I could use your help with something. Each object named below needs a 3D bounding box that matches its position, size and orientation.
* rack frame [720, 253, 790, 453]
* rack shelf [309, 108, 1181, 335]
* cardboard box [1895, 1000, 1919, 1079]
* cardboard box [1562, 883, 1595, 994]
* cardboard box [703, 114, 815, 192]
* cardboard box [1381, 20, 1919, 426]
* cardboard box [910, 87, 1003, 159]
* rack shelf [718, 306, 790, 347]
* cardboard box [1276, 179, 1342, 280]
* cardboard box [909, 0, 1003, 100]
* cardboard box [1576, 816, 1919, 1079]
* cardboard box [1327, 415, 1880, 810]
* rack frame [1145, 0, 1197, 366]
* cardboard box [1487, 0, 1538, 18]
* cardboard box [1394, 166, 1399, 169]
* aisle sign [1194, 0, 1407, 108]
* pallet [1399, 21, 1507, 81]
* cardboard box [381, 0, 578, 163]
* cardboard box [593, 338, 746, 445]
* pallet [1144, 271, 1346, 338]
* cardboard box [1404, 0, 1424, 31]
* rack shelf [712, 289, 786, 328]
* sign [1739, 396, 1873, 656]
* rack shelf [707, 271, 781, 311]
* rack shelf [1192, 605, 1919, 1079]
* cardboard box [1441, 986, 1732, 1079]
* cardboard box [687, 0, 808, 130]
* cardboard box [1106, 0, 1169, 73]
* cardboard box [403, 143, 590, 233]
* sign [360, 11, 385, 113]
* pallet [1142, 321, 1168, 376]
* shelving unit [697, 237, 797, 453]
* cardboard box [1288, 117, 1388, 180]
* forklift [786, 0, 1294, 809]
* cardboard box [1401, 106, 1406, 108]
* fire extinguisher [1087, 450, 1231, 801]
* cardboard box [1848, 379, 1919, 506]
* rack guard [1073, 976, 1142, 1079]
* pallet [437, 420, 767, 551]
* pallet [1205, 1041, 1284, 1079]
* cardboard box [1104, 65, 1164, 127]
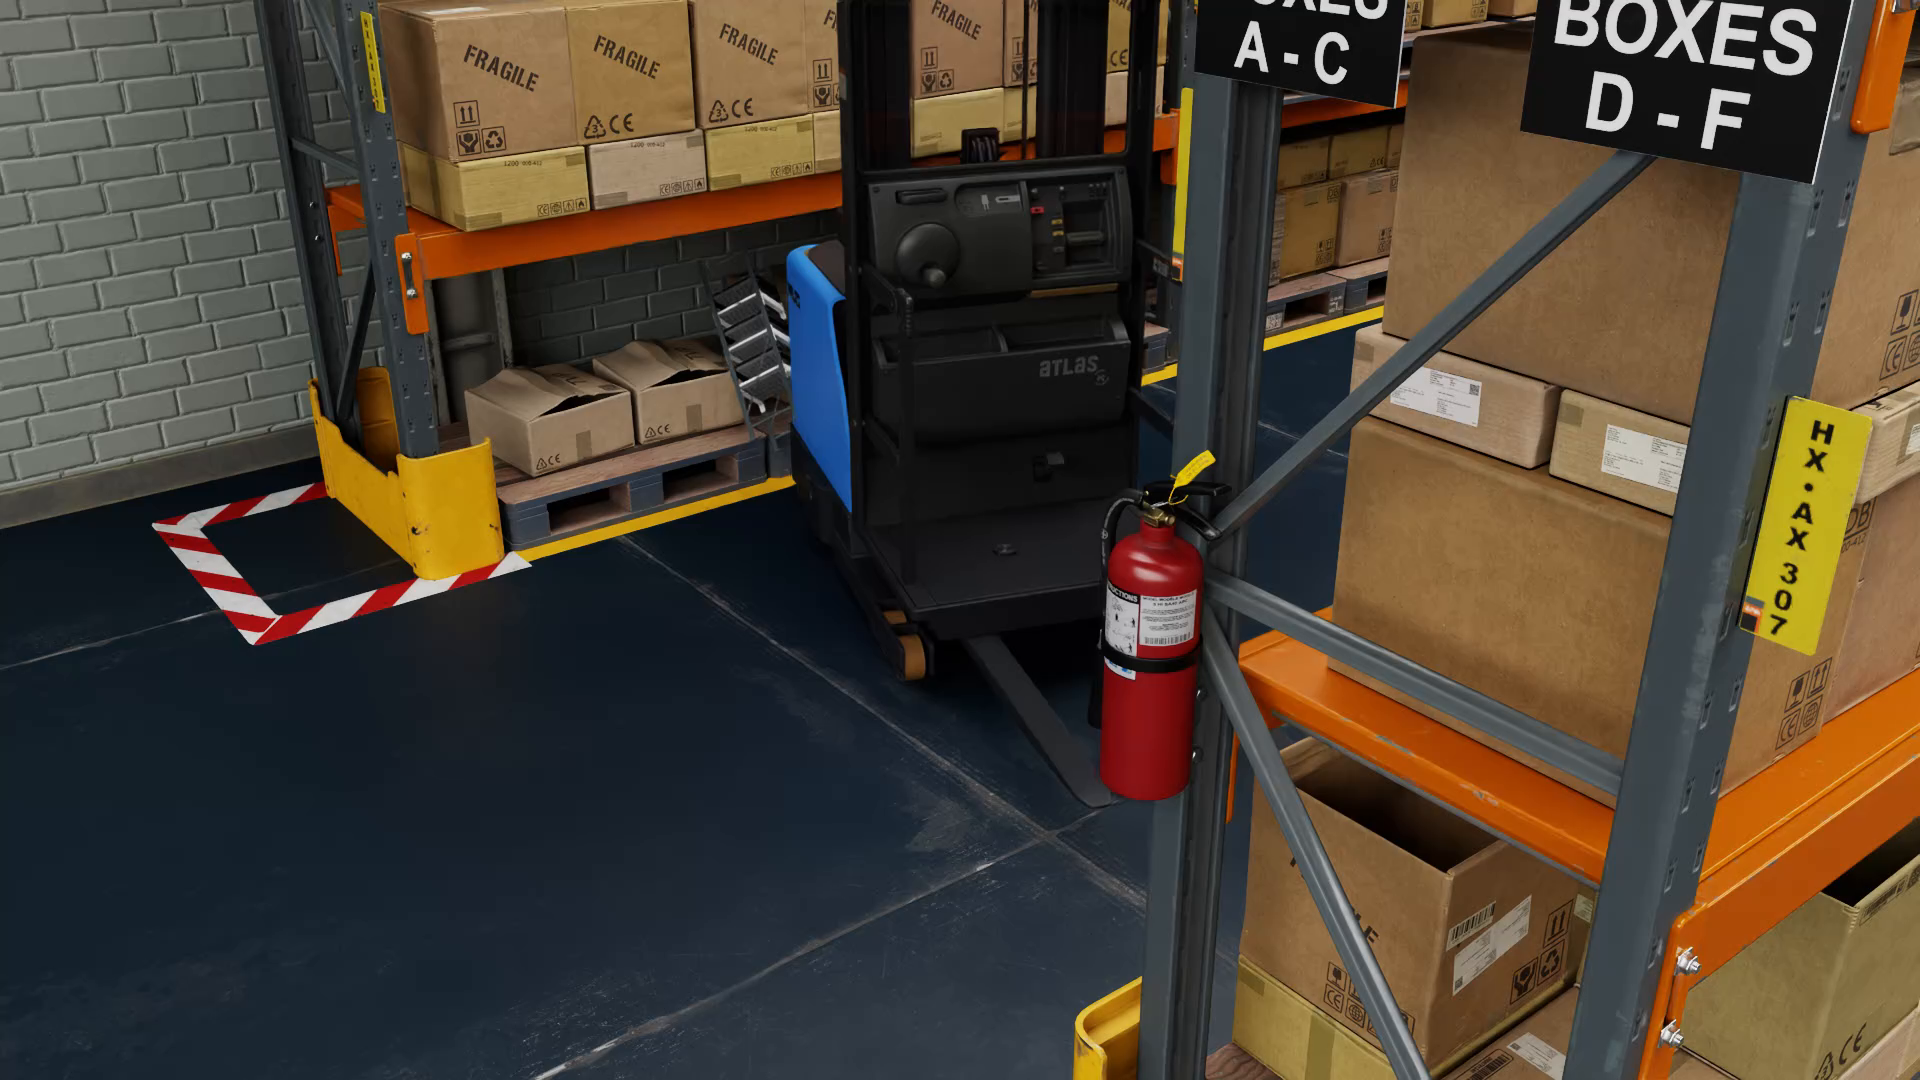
[{"bbox_3d":[-0.836,-0.829,7.320,0.240,0.900,0.006,-25,-19,16],"label":"rack frame"},{"bbox_3d":[-0.761,-1.605,7.500,4.000,0.370,1.077,-18,31,-34],"label":"rack shelf"},{"bbox_3d":[2.069,0.958,3.889,0.500,0.250,0.500,-18,31,-34],"label":"cardboard box"},{"bbox_3d":[1.351,0.914,3.986,0.500,0.250,0.500,-18,31,-34],"label":"cardboard box"},{"bbox_3d":[-0.950,-1.645,6.885,0.500,0.250,0.500,-19,31,-35],"label":"cardboard box"},{"bbox_3d":[1.142,-0.537,2.683,0.500,0.500,0.700,-18,30,-34],"label":"cardboard box"},{"bbox_3d":[-0.156,-1.906,7.449,0.500,0.250,0.500,-18,31,-34],"label":"cardboard box"},{"bbox_3d":[-0.893,-0.899,7.246,0.258,0.077,0.200,-25,-19,16],"label":"rack shelf"},{"bbox_3d":[1.758,-1.864,9.651,0.500,0.500,0.700,-19,31,-35],"label":"cardboard box"},{"bbox_3d":[-0.160,-2.248,7.295,0.500,0.500,0.500,-19,31,-35],"label":"cardboard box"},{"bbox_3d":[1.677,0.748,3.451,0.500,0.500,0.500,-18,31,-34],"label":"cardboard box"},{"bbox_3d":[1.100,0.066,2.927,0.500,0.500,0.700,-18,31,-34],"label":"cardboard box"},{"bbox_3d":[0.813,-2.451,8.468,0.127,3.000,1.000,-18,31,-34],"label":"rack frame"},{"bbox_3d":[3.174,-3.456,9.991,0.500,0.500,0.700,-22,33,-39],"label":"cardboard box"},{"bbox_3d":[2.576,-2.118,10.197,0.500,0.500,0.700,-18,31,-34],"label":"cardboard box"},{"bbox_3d":[0.492,-1.031,2.321,0.004,0.787,0.394,-18,31,-34],"label":"aisle sign"},{"bbox_3d":[2.428,-2.875,9.610,1.213,0.211,1.003,-18,31,-34],"label":"pallet"},{"bbox_3d":[-1.774,-1.718,6.152,0.500,0.500,0.500,-18,31,-34],"label":"cardboard box"},{"bbox_3d":[-1.286,-0.690,7.345,0.500,0.311,0.500,-15,29,-30],"label":"cardboard box"},{"bbox_3d":[1.425,-1.389,9.492,1.213,0.211,1.003,-18,31,-34],"label":"pallet"},{"bbox_3d":[2.178,-3.141,9.314,0.500,0.500,0.700,-14,28,-27],"label":"cardboard box"},{"bbox_3d":[-0.920,-0.980,7.275,0.258,0.077,0.200,-25,-19,16],"label":"rack shelf"},{"bbox_3d":[1.063,-0.015,2.097,0.005,0.325,0.100,-18,31,-34],"label":"sign"},{"bbox_3d":[-0.948,-1.061,7.304,0.258,0.077,0.200,-25,-19,16],"label":"rack shelf"},{"bbox_3d":[2.299,0.035,3.966,4.000,0.370,1.077,-18,31,-34],"label":"rack shelf"},{"bbox_3d":[1.284,1.219,3.327,0.500,0.250,0.500,-18,31,-34],"label":"cardboard box"},{"bbox_3d":[-0.968,-1.975,6.706,0.500,0.500,0.500,-19,31,-36],"label":"cardboard box"},{"bbox_3d":[0.632,-2.507,7.852,0.500,0.500,0.500,-18,31,-34],"label":"cardboard box"},{"bbox_3d":[-1.755,-1.375,6.303,0.500,0.250,0.500,-19,31,-35],"label":"cardboard box"},{"bbox_3d":[-2.000,-1.625,5.660,0.005,0.325,0.100,-18,31,-34],"label":"sign"},{"bbox_3d":[0.306,-1.000,8.654,1.213,0.211,1.003,-18,31,-34],"label":"pallet"},{"bbox_3d":[-0.875,-0.848,7.228,0.258,0.900,0.210,-25,-19,16],"label":"shelving unit"},{"bbox_3d":[2.134,-2.306,9.711,0.500,0.250,0.500,-19,31,-35],"label":"cardboard box"},{"bbox_3d":[0.215,-1.033,5.493,1.130,2.935,3.031,-8,26,-16],"label":"forklift"},{"bbox_3d":[2.939,-2.564,10.268,0.500,0.250,0.500,-18,30,-33],"label":"cardboard box"},{"bbox_3d":[0.345,0.140,2.977,0.183,0.674,0.296,-18,31,-34],"label":"fire extinguisher"},{"bbox_3d":[1.373,-0.212,2.754,0.250,0.149,0.380,-19,31,-35],"label":"cardboard box"},{"bbox_3d":[0.706,1.368,3.208,0.348,0.500,1.175,-18,31,-34],"label":"rack guard"},{"bbox_3d":[-1.614,-0.366,7.288,1.213,0.211,1.003,-18,31,-34],"label":"pallet"},{"bbox_3d":[1.301,1.280,3.741,1.213,0.211,1.003,-18,31,-34],"label":"pallet"},{"bbox_3d":[0.627,-2.169,8.014,0.500,0.250,0.500,-18,30,-34],"label":"cardboard box"}]
